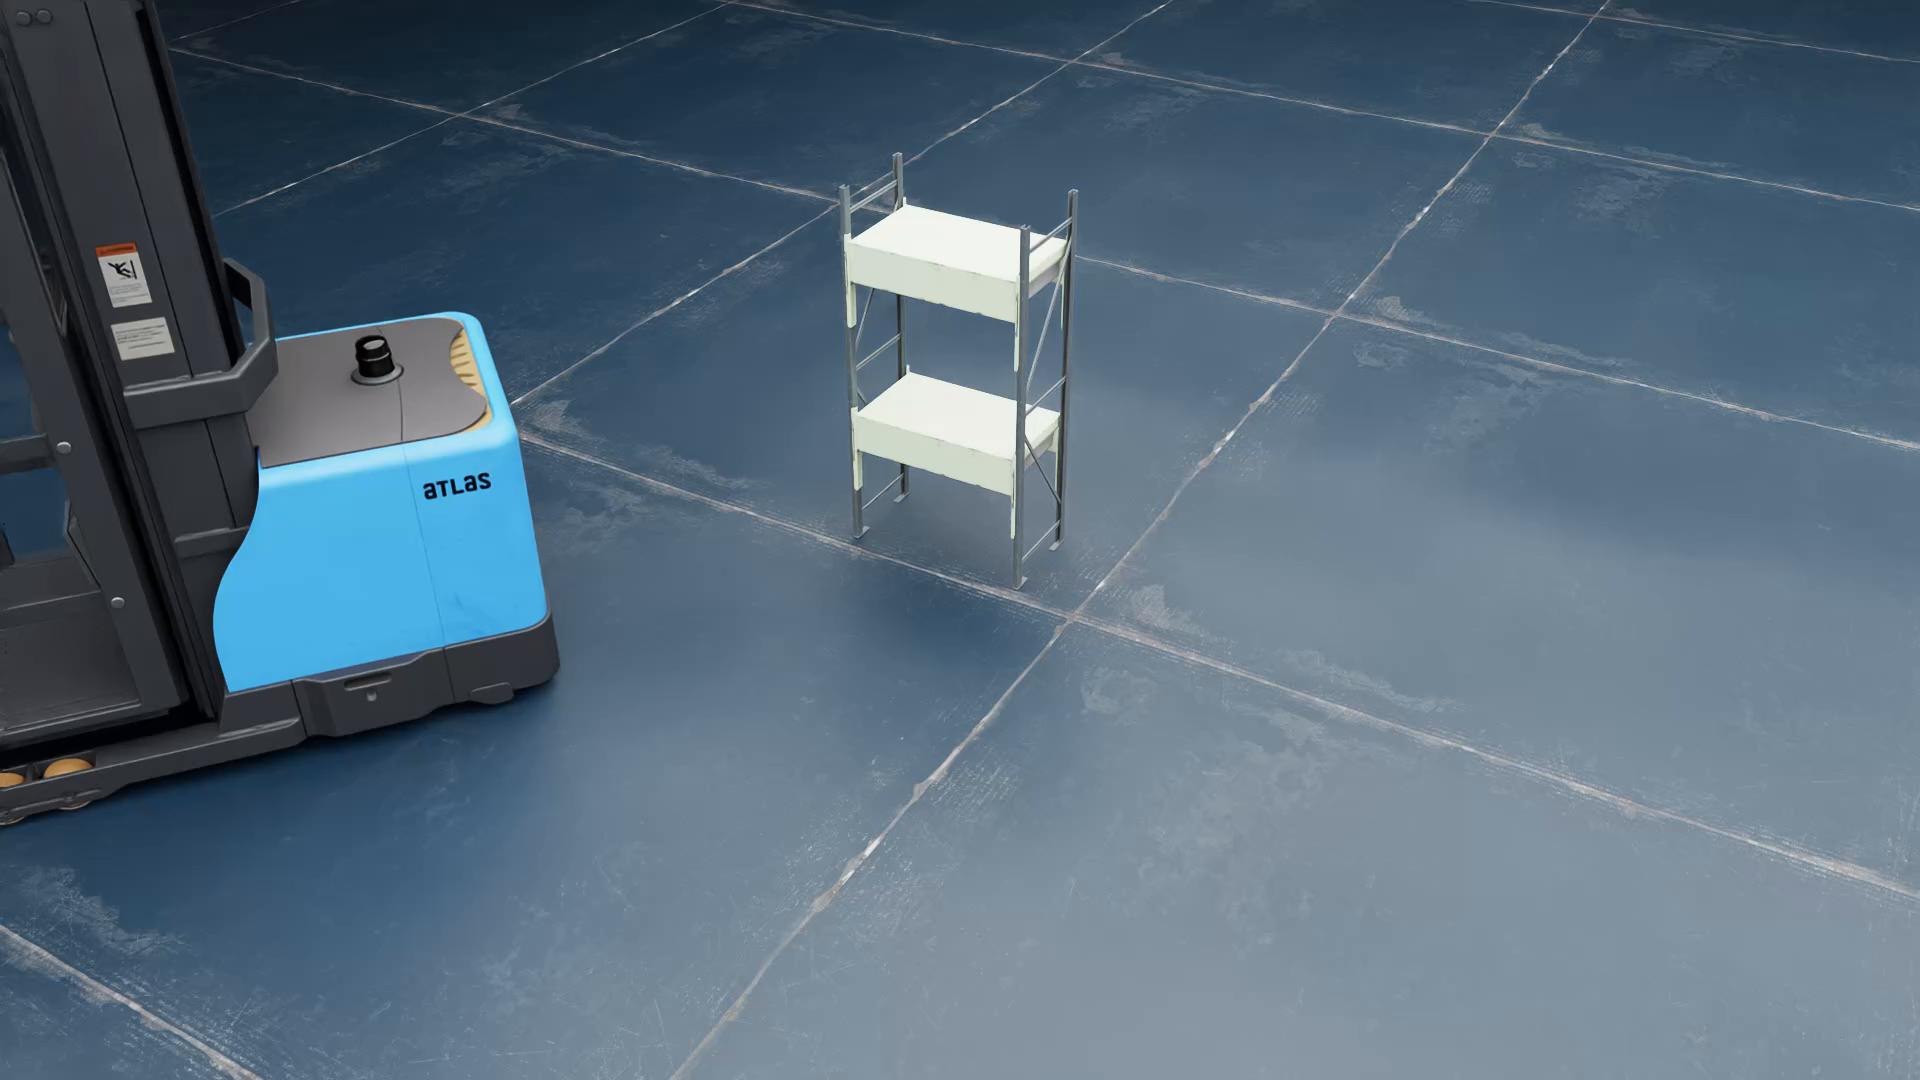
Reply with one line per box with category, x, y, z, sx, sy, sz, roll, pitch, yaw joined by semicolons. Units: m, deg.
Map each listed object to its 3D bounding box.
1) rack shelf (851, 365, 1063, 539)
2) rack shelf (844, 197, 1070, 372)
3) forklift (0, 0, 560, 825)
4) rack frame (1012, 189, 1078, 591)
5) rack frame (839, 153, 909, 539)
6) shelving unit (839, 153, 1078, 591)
rack shelf;-0.006;-0.355;6.518;0.720;0.370;0.431;18;37;24
rack shelf;-0.006;-0.951;6.121;0.720;0.370;0.431;18;37;24
forklift;-2.999;-0.633;5.057;3.031;2.935;1.130;-12;36;-18
rack frame;0.312;-0.525;6.186;0.023;1.500;0.400;18;37;24
rack frame;-0.324;-0.727;6.488;0.023;1.500;0.400;18;37;24
shelving unit;-0.006;-0.626;6.337;0.755;1.500;0.431;18;37;24
